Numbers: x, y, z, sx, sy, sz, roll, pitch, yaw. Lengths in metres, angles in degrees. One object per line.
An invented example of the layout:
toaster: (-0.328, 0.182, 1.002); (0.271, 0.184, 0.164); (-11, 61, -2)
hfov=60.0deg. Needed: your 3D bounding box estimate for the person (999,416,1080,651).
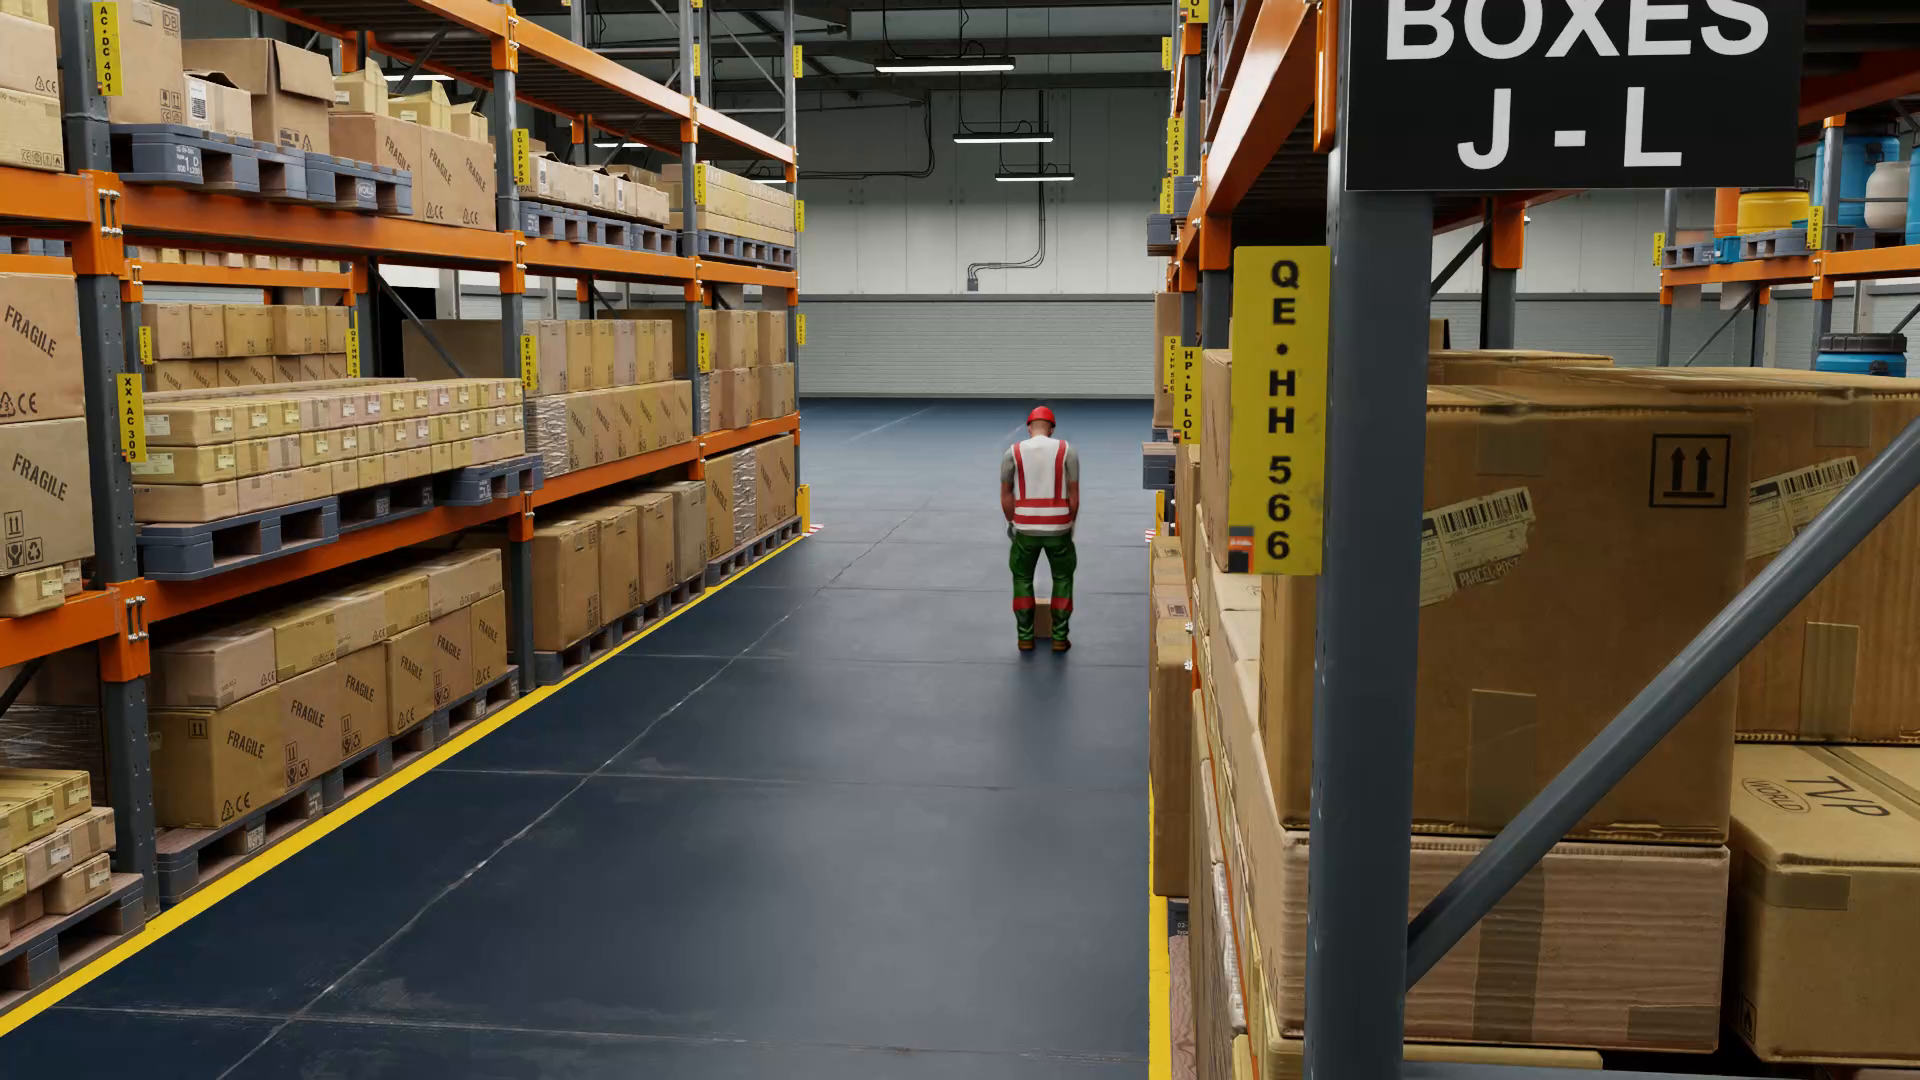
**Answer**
person: (0.558, -0.050, 11.706); (0.568, 1.627, 0.602); (1, 8, 7)
